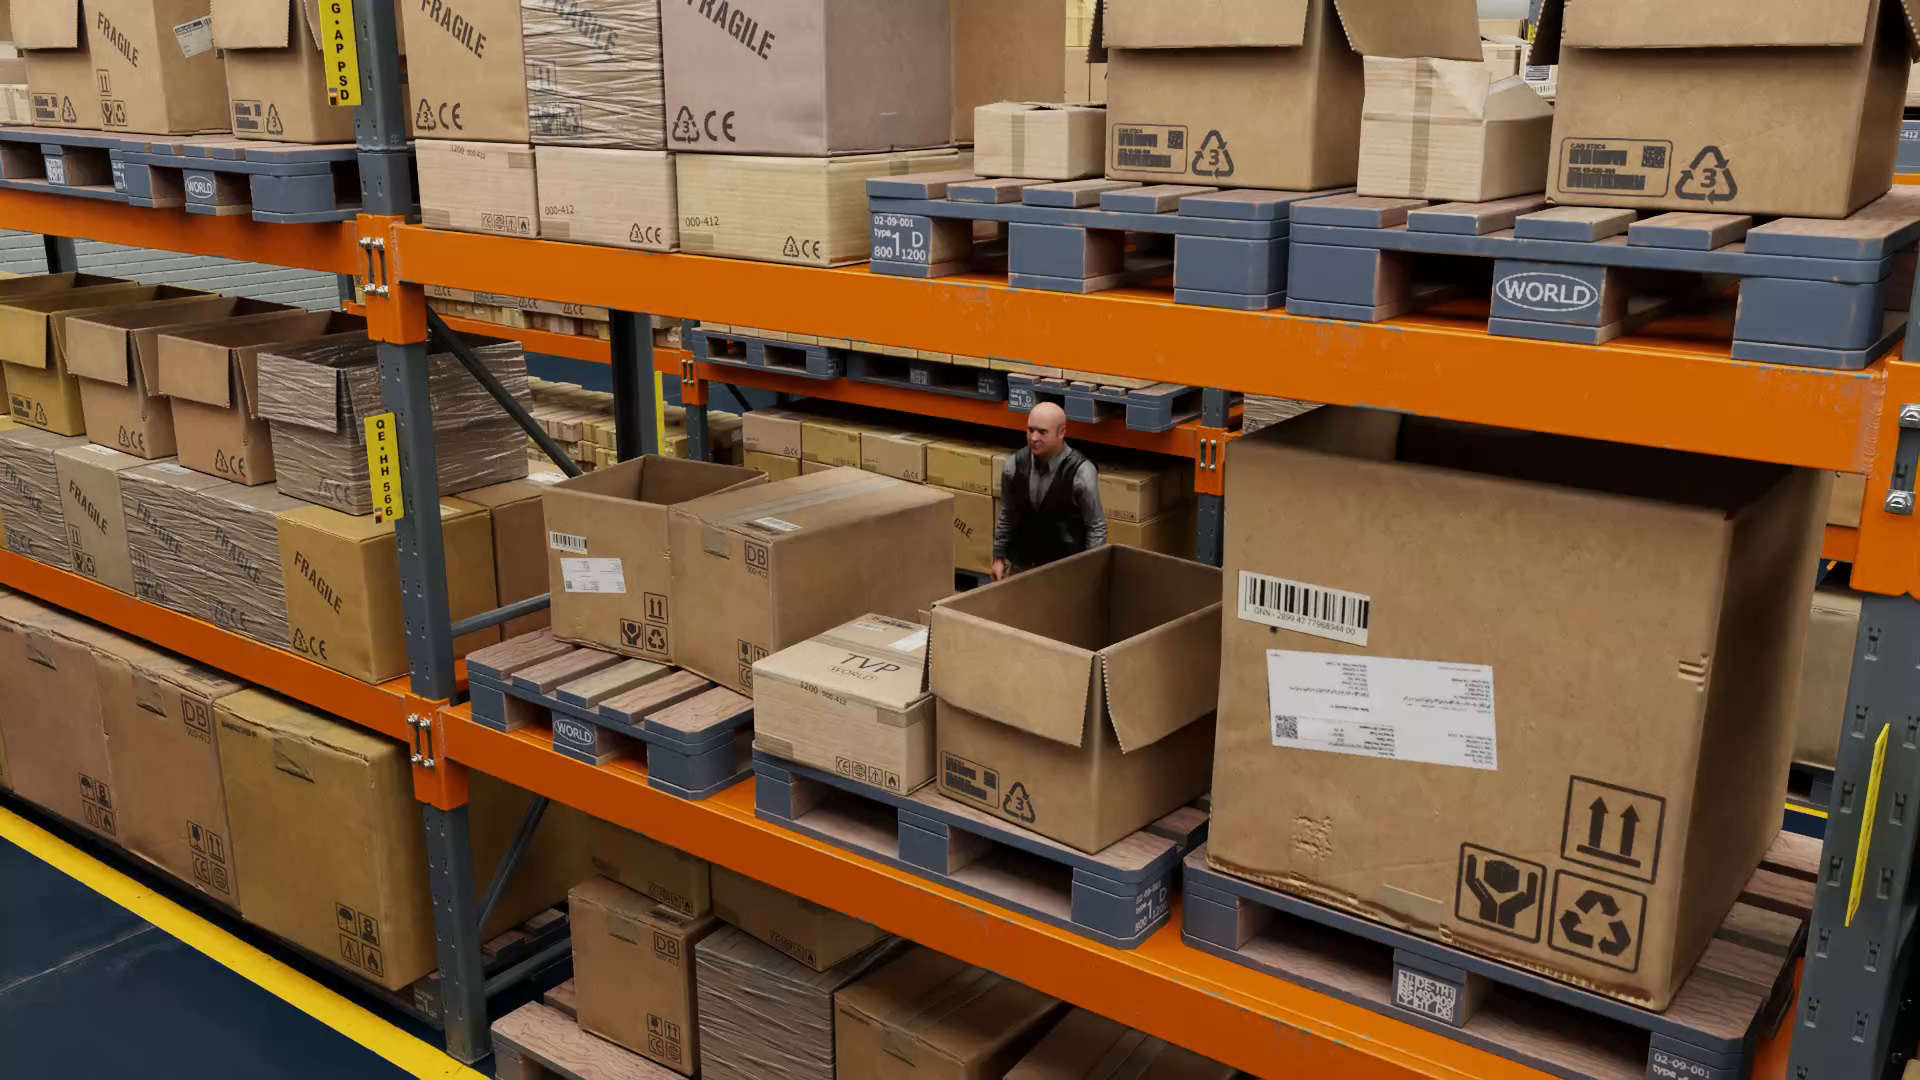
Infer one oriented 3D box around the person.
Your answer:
[{"bbox_3d":[0.434,0.167,8.013,0.589,1.721,0.410,11,20,33],"label":"person"}]
